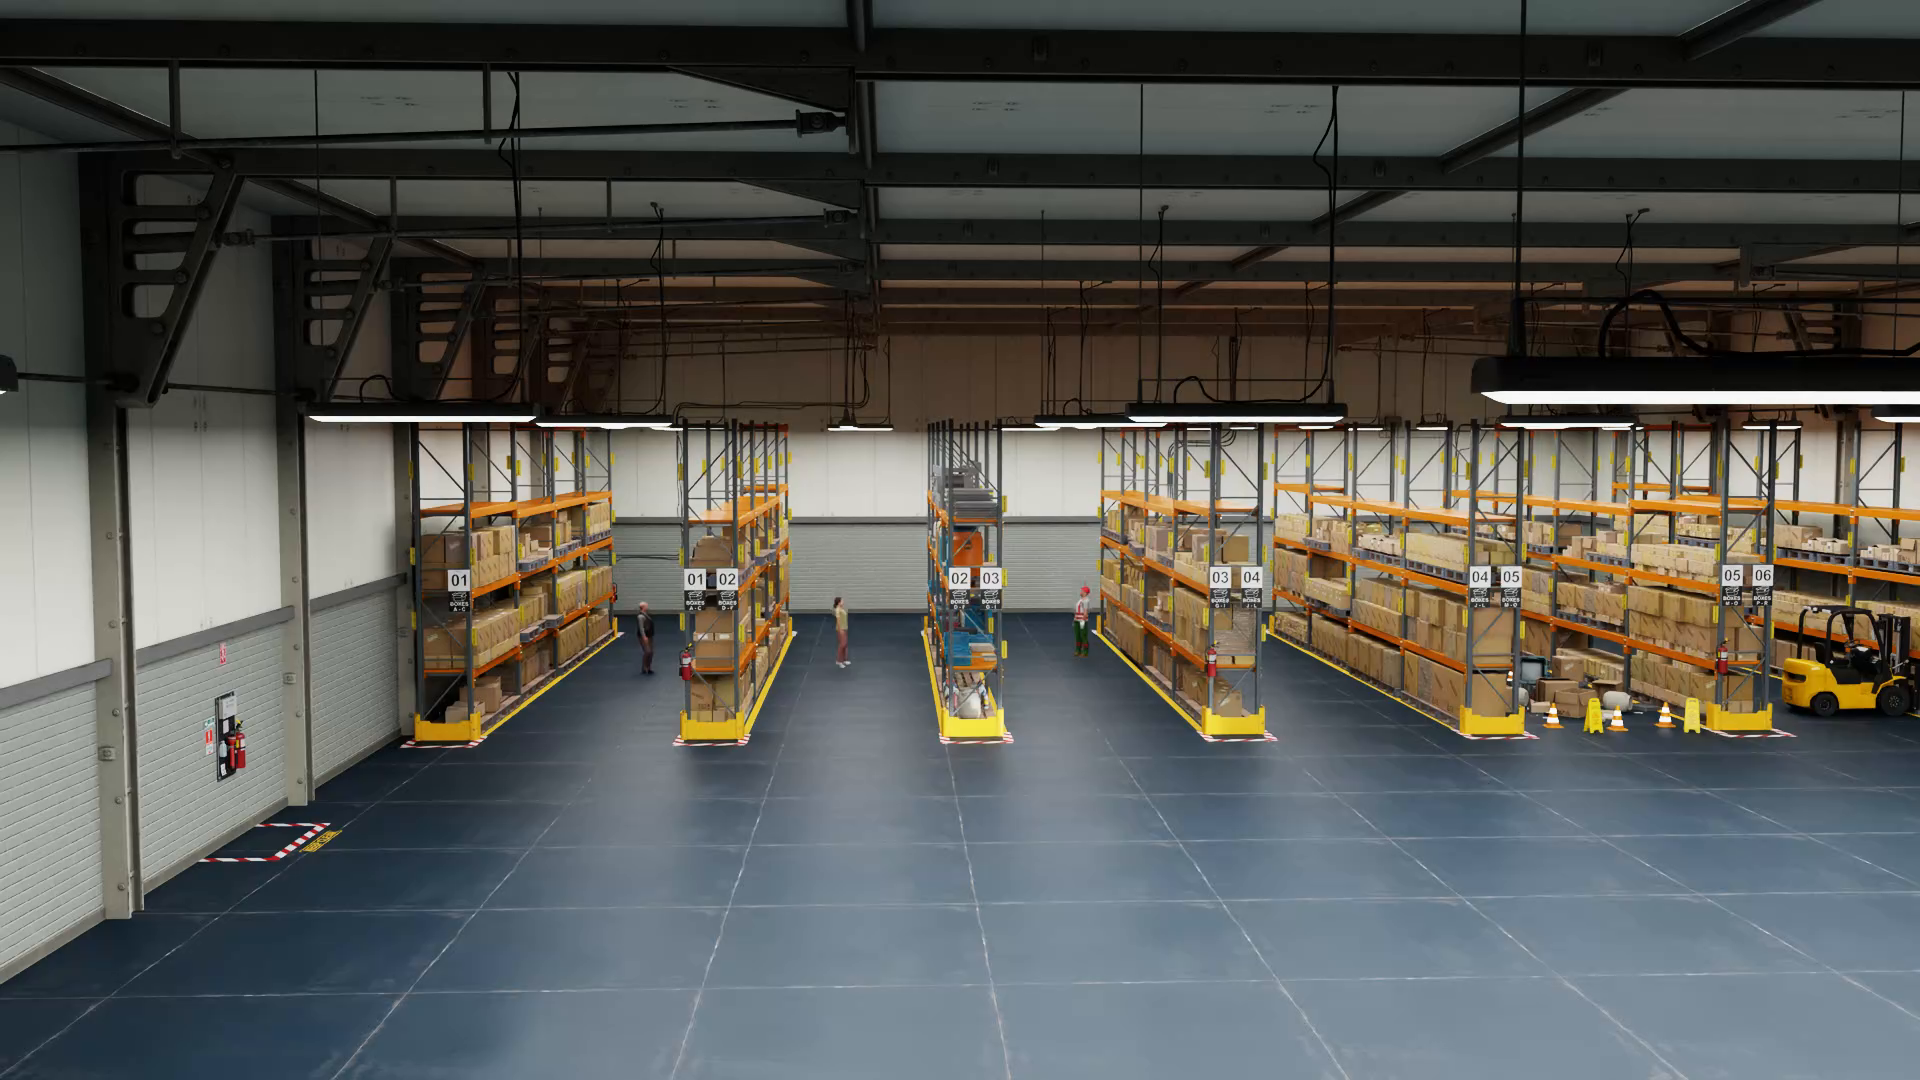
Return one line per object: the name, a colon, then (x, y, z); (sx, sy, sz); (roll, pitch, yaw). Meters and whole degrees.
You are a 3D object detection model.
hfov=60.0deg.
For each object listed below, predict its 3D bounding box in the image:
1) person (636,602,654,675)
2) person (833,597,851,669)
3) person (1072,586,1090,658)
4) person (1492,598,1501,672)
person: (-7.489, 2.365, 39.744); (0.484, 1.779, 0.548); (2, 4, 24)
person: (-2.880, 2.246, 40.664); (0.431, 1.735, 0.520); (1, 4, 16)
person: (3.062, 2.052, 41.914); (0.419, 1.786, 0.613); (-2, 4, -28)
person: (12.754, 2.299, 39.607); (0.639, 1.821, 0.580); (-1, 4, -14)
